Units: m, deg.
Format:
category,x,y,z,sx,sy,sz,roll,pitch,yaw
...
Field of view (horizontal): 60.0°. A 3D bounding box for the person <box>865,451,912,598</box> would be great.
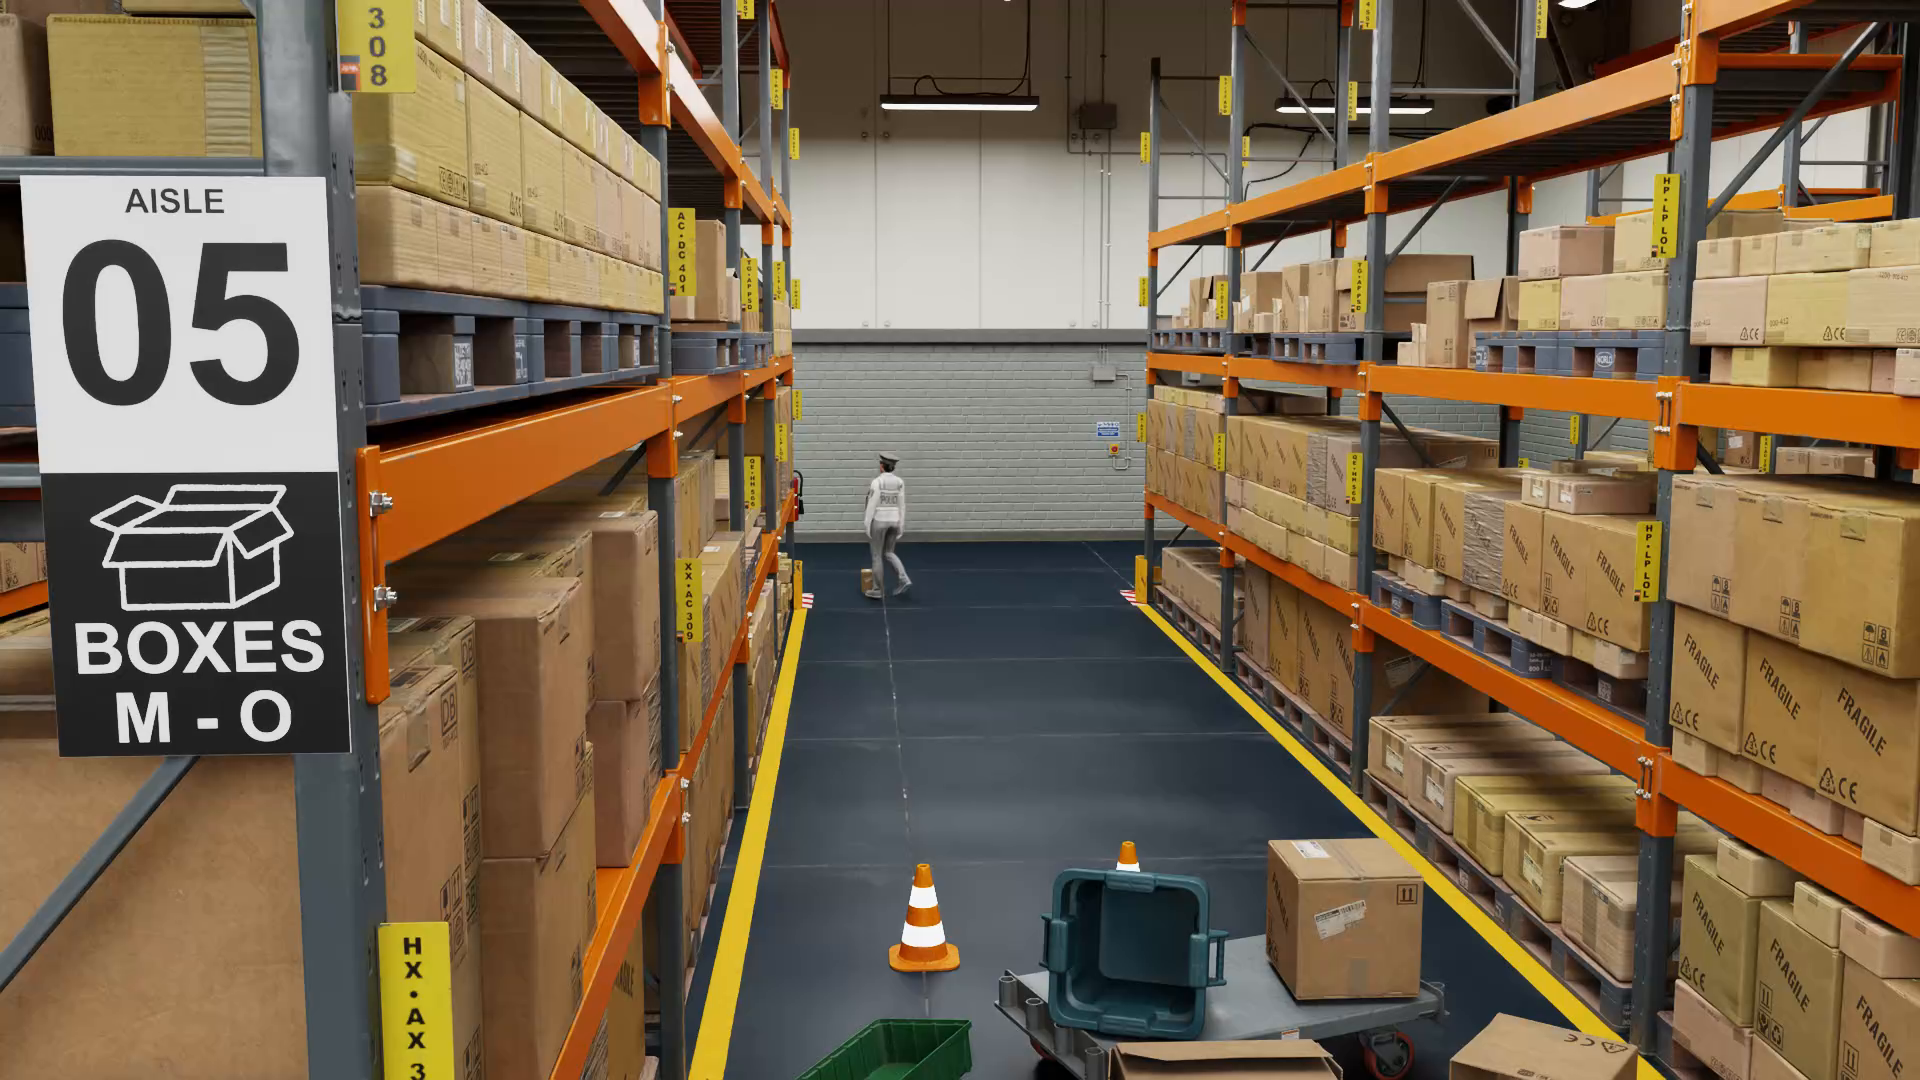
category,x,y,z,sx,sy,sz,roll,pitch,yaw
person,-0.864,-0.172,18.984,0.497,1.670,0.521,-6,9,-41
